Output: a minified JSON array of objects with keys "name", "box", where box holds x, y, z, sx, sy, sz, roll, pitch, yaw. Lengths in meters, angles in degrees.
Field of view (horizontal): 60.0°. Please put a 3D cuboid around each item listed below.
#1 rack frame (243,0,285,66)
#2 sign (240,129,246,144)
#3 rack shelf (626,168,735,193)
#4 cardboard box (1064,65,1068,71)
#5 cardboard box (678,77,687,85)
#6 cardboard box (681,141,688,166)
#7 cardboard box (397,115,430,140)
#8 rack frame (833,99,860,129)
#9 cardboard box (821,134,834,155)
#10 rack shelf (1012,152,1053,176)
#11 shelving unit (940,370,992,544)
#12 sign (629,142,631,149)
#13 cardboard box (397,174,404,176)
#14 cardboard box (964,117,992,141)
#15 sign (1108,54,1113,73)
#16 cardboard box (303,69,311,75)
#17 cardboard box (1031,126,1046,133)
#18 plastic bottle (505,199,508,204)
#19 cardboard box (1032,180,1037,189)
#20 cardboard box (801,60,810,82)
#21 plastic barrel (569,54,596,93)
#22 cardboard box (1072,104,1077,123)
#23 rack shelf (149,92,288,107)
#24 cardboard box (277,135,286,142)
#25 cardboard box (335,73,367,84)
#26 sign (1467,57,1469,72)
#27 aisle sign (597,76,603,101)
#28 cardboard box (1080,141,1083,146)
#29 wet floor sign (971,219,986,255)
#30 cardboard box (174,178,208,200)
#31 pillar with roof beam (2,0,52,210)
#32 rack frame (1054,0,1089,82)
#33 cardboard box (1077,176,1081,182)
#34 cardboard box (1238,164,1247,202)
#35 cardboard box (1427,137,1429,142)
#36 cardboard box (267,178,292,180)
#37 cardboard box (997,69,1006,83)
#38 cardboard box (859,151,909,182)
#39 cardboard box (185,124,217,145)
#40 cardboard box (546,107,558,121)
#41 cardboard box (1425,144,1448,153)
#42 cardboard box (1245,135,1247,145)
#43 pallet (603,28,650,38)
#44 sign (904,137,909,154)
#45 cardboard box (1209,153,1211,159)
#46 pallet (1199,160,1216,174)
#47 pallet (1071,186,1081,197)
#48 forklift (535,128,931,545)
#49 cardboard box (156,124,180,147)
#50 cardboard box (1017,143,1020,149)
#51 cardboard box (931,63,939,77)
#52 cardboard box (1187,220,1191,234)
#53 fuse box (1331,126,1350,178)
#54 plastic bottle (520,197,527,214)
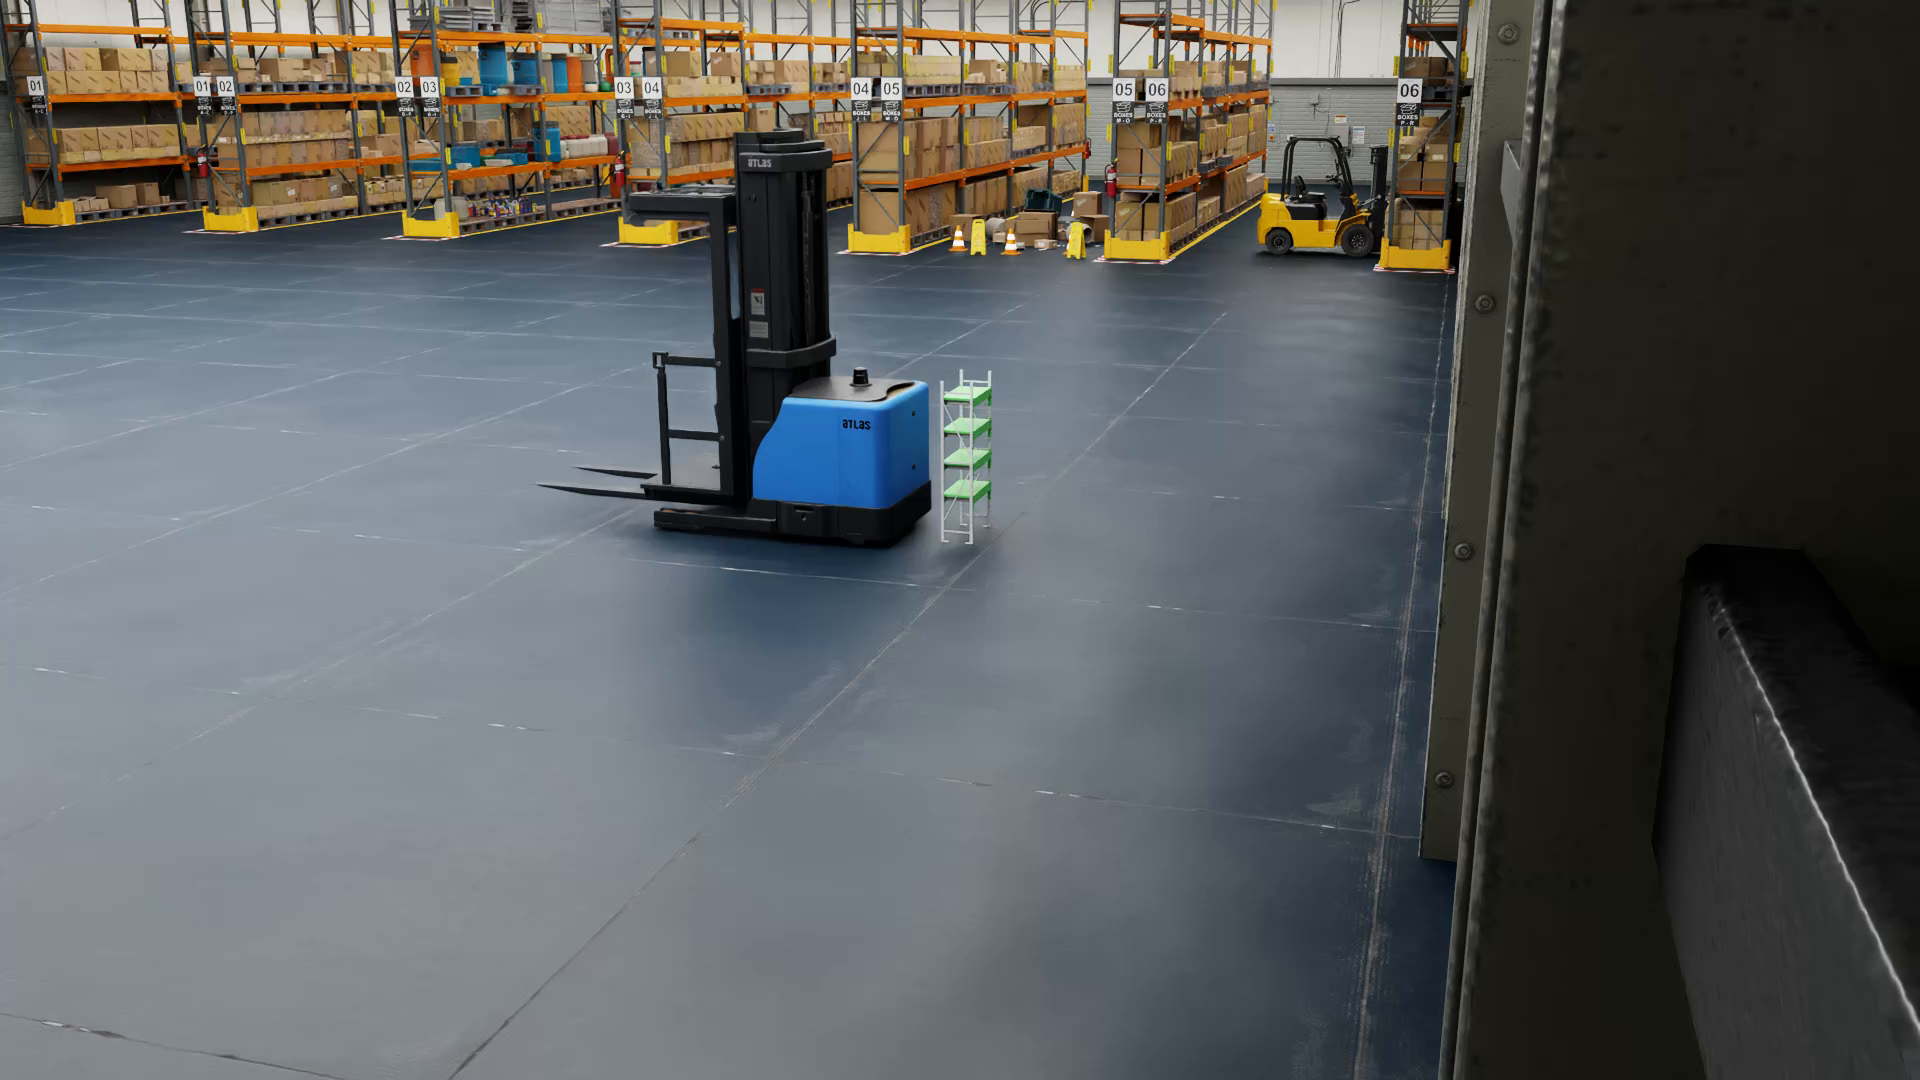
[{"name":"rack frame","box":[-18.240,-13.528,43.533,1.000,3.000,0.127,5,16,16]},{"name":"sign","box":[-15.232,-8.576,35.335,0.100,0.325,0.005,5,16,16]},{"name":"rack shelf","box":[-5.697,-7.574,34.853,1.077,0.370,4.000,5,16,16]},{"name":"cardboard box","box":[2.606,-12.326,43.419,0.380,0.149,0.250,5,17,19]},{"name":"cardboard box","box":[-5.700,-9.215,33.368,0.380,0.149,0.250,5,17,18]},{"name":"cardboard box","box":[-6.056,-7.870,33.849,0.875,0.500,0.500,5,16,16]},{"name":"cardboard box","box":[-16.523,-12.355,49.842,0.980,0.700,0.700,4,16,13]},{"name":"rack frame","box":[-2.856,-10.536,43.978,1.000,3.000,0.127,5,16,16]},{"name":"cardboard box","box":[-3.449,-9.779,41.125,0.500,0.500,0.500,4,16,14]},{"name":"rack shelf","box":[1.303,-9.256,40.782,1.077,0.370,4.000,5,16,16]},{"name":"shelving unit","box":[0.047,-0.621,12.318,0.258,1.200,0.503,5,16,16]},{"name":"sign","box":[-8.212,-9.911,41.477,0.100,0.325,0.005,5,16,16]},{"name":"cardboard box","box":[-14.061,-9.155,42.352,0.500,0.311,0.500,4,16,14]},{"name":"cardboard box","box":[0.311,-9.224,37.337,0.700,0.500,0.500,4,16,15]},{"name":"sign","box":[2.709,-8.545,29.840,0.100,0.325,0.005,5,16,16]},{"name":"cardboard box","box":[-15.175,-10.629,37.947,0.500,0.311,0.500,4,16,13]},{"name":"cardboard box","box":[1.944,-10.372,42.001,0.380,0.149,0.250,5,17,18]},{"name":"plastic bottle","box":[-10.389,-7.677,38.092,0.097,0.271,0.097,0,16,0]},{"name":"cardboard box","box":[1.606,-8.643,41.116,0.500,0.500,0.500,4,16,15]},{"name":"cardboard box","box":[-3.888,-11.077,39.289,0.500,0.500,0.500,5,17,17]},{"name":"plastic barrel","box":[-9.183,-11.360,40.467,0.600,0.901,0.600,0,16,0]},{"name":"cardboard box","box":[2.833,-11.435,44.588,0.500,0.500,0.500,6,17,19]},{"name":"rack shelf","box":[-18.808,-11.216,42.196,1.077,0.370,4.000,5,16,16]},{"name":"cardboard box","box":[-15.153,-8.882,36.775,0.380,0.149,0.250,4,16,14]},{"name":"cardboard box","box":[-14.442,-10.946,39.431,0.500,0.250,0.500,6,17,22]},{"name":"sign","box":[11.939,-11.223,39.233,0.100,0.325,0.005,5,16,16]},{"name":"aisle sign","box":[-10.903,-13.596,50.004,0.394,0.787,0.004,5,16,16]},{"name":"cardboard box","box":[3.186,-10.943,45.875,0.380,0.149,0.250,5,16,16]},{"name":"wet floor sign","box":[0.351,-5.692,31.214,0.267,0.644,0.232,2,16,6]},{"name":"cardboard box","box":[-19.183,-8.798,41.626,0.700,0.500,0.500,5,17,18]},{"name":"pillar with roof beam","box":[-17.016,-11.351,35.859,9.100,9.000,0.400,5,16,16]},{"name":"rack frame","box":[3.008,-14.058,45.400,1.000,3.000,0.127,5,16,16]},{"name":"cardboard box","box":[3.132,-9.985,45.945,0.380,0.149,0.250,4,16,14]},{"name":"cardboard box","box":[6.546,-8.779,40.908,0.875,0.875,0.875,5,17,18]},{"name":"cardboard box","box":[8.787,-7.657,31.910,0.380,0.149,0.250,5,17,17]},{"name":"cardboard box","box":[-15.482,-7.963,37.800,0.500,0.500,0.500,5,16,16]},{"name":"cardboard box","box":[0.725,-10.432,37.325,0.500,0.311,0.500,5,16,16]},{"name":"cardboard box","box":[-1.477,-7.158,31.795,0.875,0.550,0.550,5,16,16]},{"name":"cardboard box","box":[-19.033,-10.131,41.562,0.700,0.500,0.500,6,17,22]},{"name":"cardboard box","box":[-11.803,-12.071,47.374,0.500,0.500,0.500,4,16,14]},{"name":"cardboard box","box":[8.296,-6.819,28.955,0.380,0.149,0.250,4,16,15]},{"name":"cardboard box","box":[6.754,-9.802,40.748,0.500,0.250,0.500,5,16,16]},{"name":"pallet","box":[-8.507,-12.663,41.562,1.213,0.211,1.003,5,16,16]},{"name":"sign","box":[-1.009,-7.395,31.174,0.100,0.325,0.005,5,16,16]},{"name":"cardboard box","box":[5.104,-8.149,35.254,0.380,0.149,0.250,5,17,16]},{"name":"pallet","box":[4.729,-7.771,34.581,1.003,0.211,1.213,5,16,16]},{"name":"pallet","box":[2.722,-9.600,45.789,1.003,0.211,1.213,5,16,16]},{"name":"forklift","box":[-1.796,-1.591,12.566,3.031,2.935,1.130,5,17,18]},{"name":"cardboard box","box":[-19.214,-9.746,40.057,0.500,0.500,0.500,5,16,16]},{"name":"cardboard box","box":[1.208,-9.402,39.670,0.380,0.149,0.250,5,17,19]},{"name":"cardboard box","box":[-0.727,-9.252,32.732,0.500,0.250,0.500,5,16,16]},{"name":"cardboard box","box":[4.320,-6.238,33.095,0.500,0.250,0.500,4,16,14]},{"name":"fuse box","box":[11.335,-11.470,49.633,0.539,1.711,0.414,5,16,16]},{"name":"plastic bottle","box":[-9.839,-7.523,37.405,0.144,0.351,0.185,4,16,13]}]
